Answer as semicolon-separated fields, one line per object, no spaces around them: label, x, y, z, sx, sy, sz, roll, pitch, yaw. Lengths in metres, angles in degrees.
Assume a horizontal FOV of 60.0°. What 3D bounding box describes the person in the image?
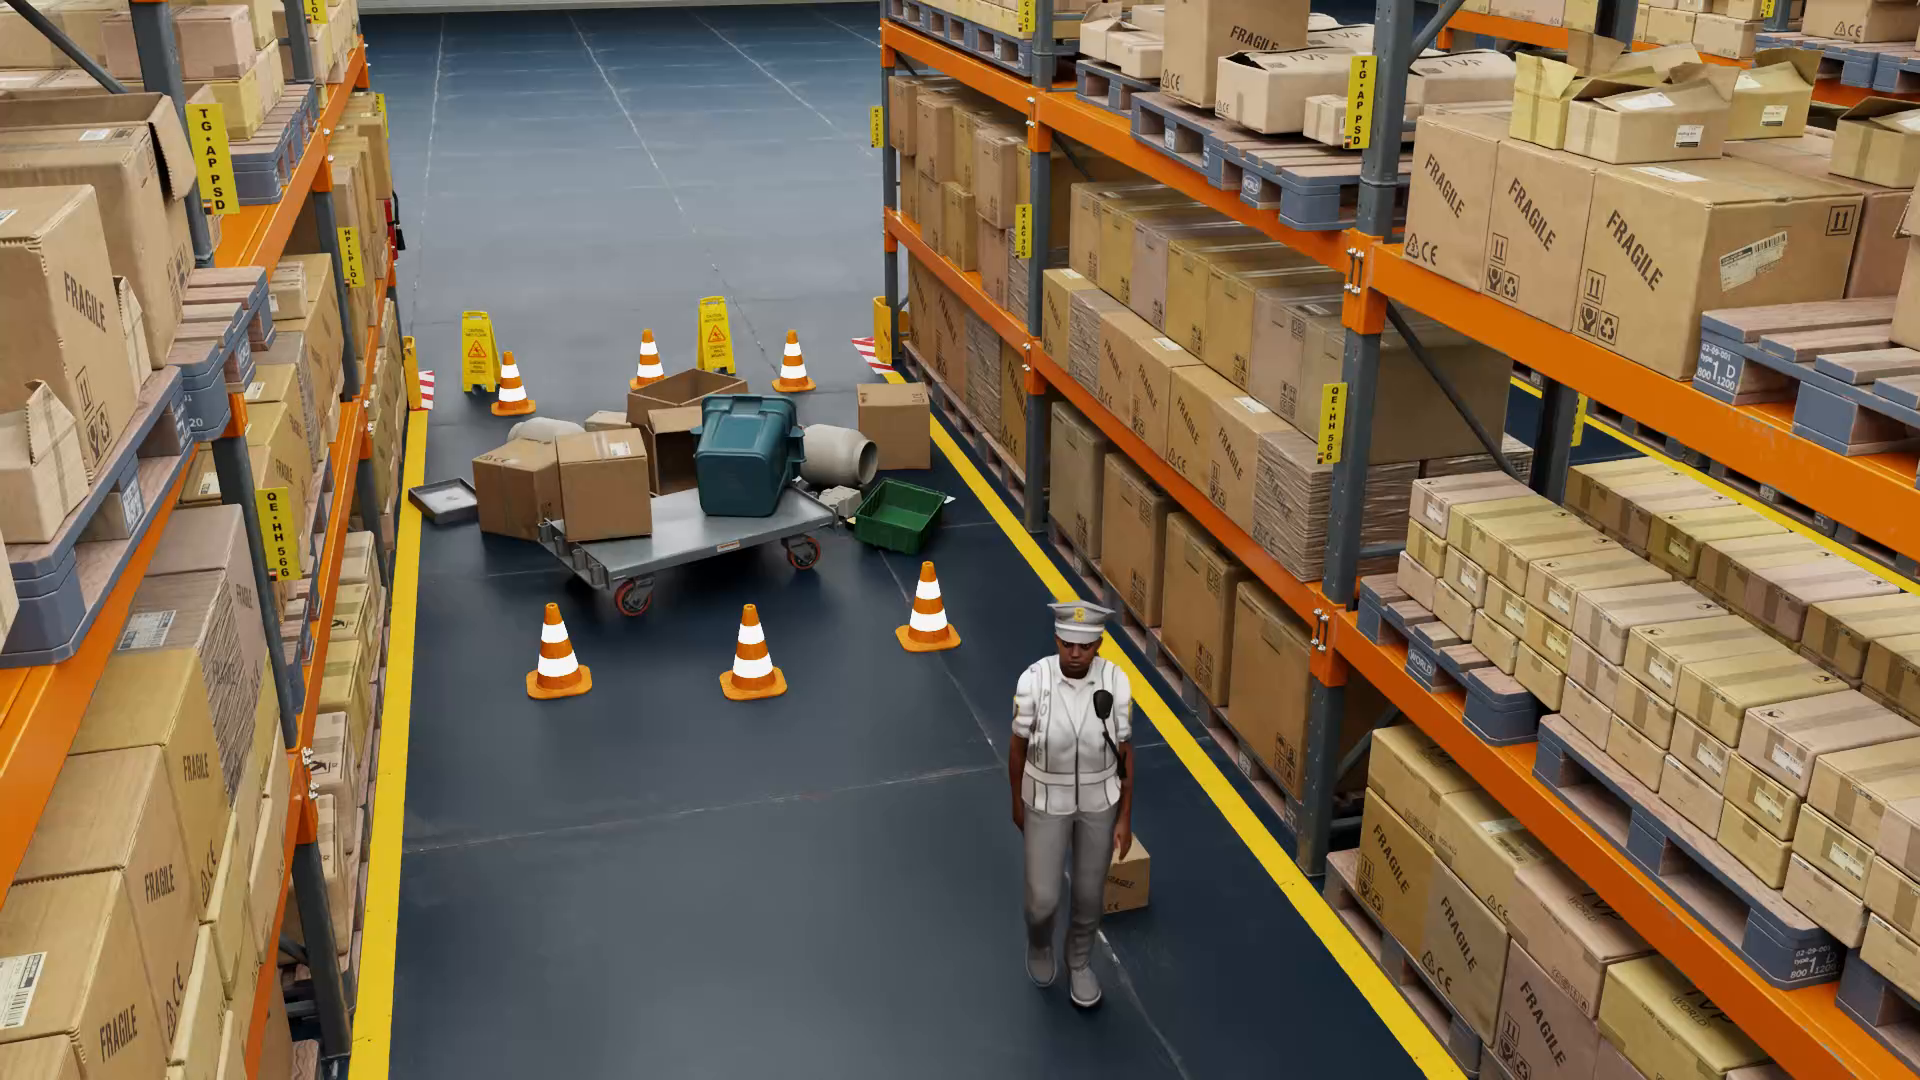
person;0.413;0.994;6.188;0.453;1.698;0.437;-1;23;-3
